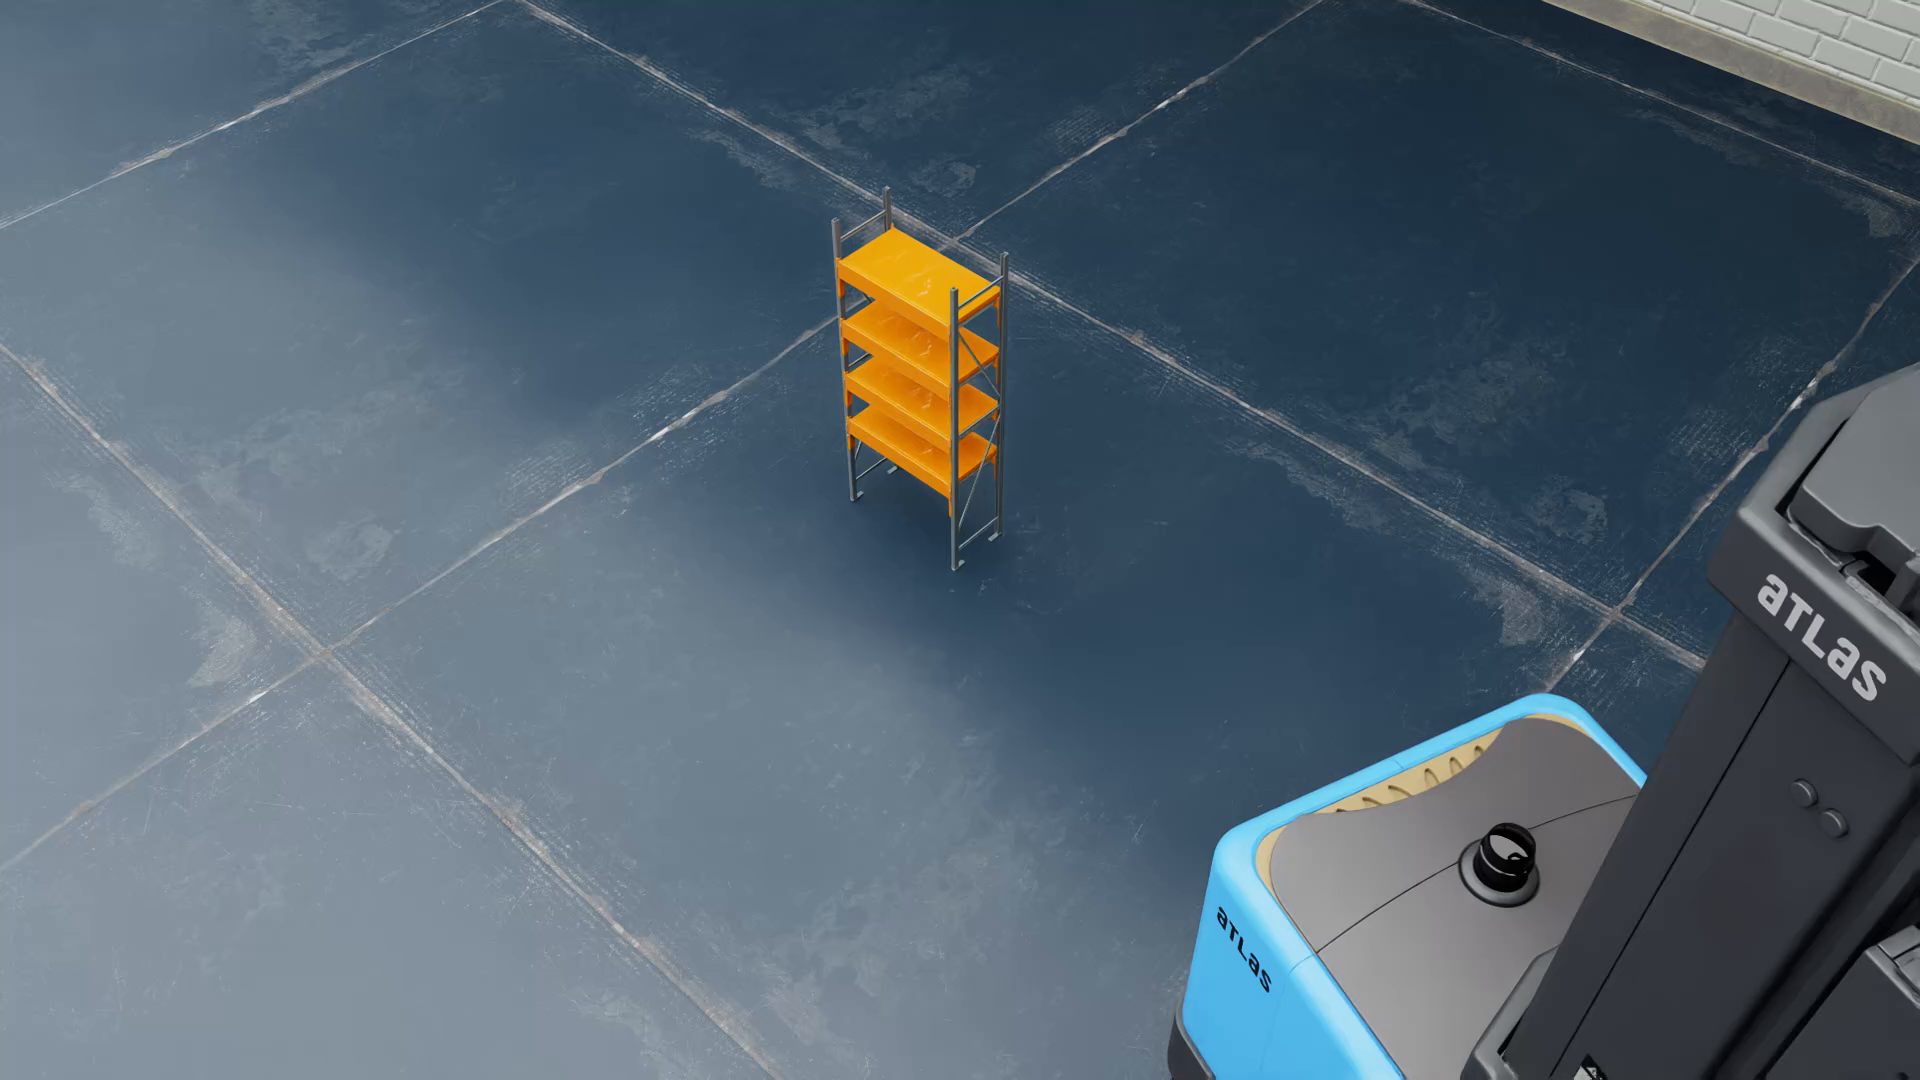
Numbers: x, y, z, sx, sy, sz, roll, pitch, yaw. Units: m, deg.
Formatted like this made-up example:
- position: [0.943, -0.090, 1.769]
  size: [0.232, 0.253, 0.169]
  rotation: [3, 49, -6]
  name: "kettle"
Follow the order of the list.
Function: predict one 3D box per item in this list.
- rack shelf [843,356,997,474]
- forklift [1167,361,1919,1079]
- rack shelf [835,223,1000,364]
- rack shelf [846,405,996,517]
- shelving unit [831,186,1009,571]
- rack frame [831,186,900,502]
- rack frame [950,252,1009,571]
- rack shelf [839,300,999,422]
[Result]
- position: [-0.122, -0.446, 5.438]
  size: [0.480, 0.148, 0.258]
  rotation: [34, 55, 28]
  name: "rack shelf"
- position: [1.653, 1.195, 2.618]
  size: [1.130, 2.935, 3.031]
  rotation: [-20, 50, -18]
  name: "forklift"
- position: [-0.122, -0.762, 5.103]
  size: [0.480, 0.148, 0.258]
  rotation: [34, 55, 28]
  name: "rack shelf"
- position: [-0.122, -0.311, 5.583]
  size: [0.480, 0.148, 0.258]
  rotation: [34, 55, 28]
  name: "rack shelf"
- position: [-0.122, -0.493, 5.389]
  size: [0.503, 1.200, 0.258]
  rotation: [34, 55, 28]
  name: "shelving unit"
- position: [-0.301, -0.613, 5.503]
  size: [0.015, 1.200, 0.240]
  rotation: [34, 55, 28]
  name: "rack frame"
- position: [0.058, -0.372, 5.276]
  size: [0.015, 1.200, 0.240]
  rotation: [34, 55, 28]
  name: "rack frame"
- position: [-0.122, -0.600, 5.275]
  size: [0.480, 0.148, 0.258]
  rotation: [34, 55, 28]
  name: "rack shelf"
